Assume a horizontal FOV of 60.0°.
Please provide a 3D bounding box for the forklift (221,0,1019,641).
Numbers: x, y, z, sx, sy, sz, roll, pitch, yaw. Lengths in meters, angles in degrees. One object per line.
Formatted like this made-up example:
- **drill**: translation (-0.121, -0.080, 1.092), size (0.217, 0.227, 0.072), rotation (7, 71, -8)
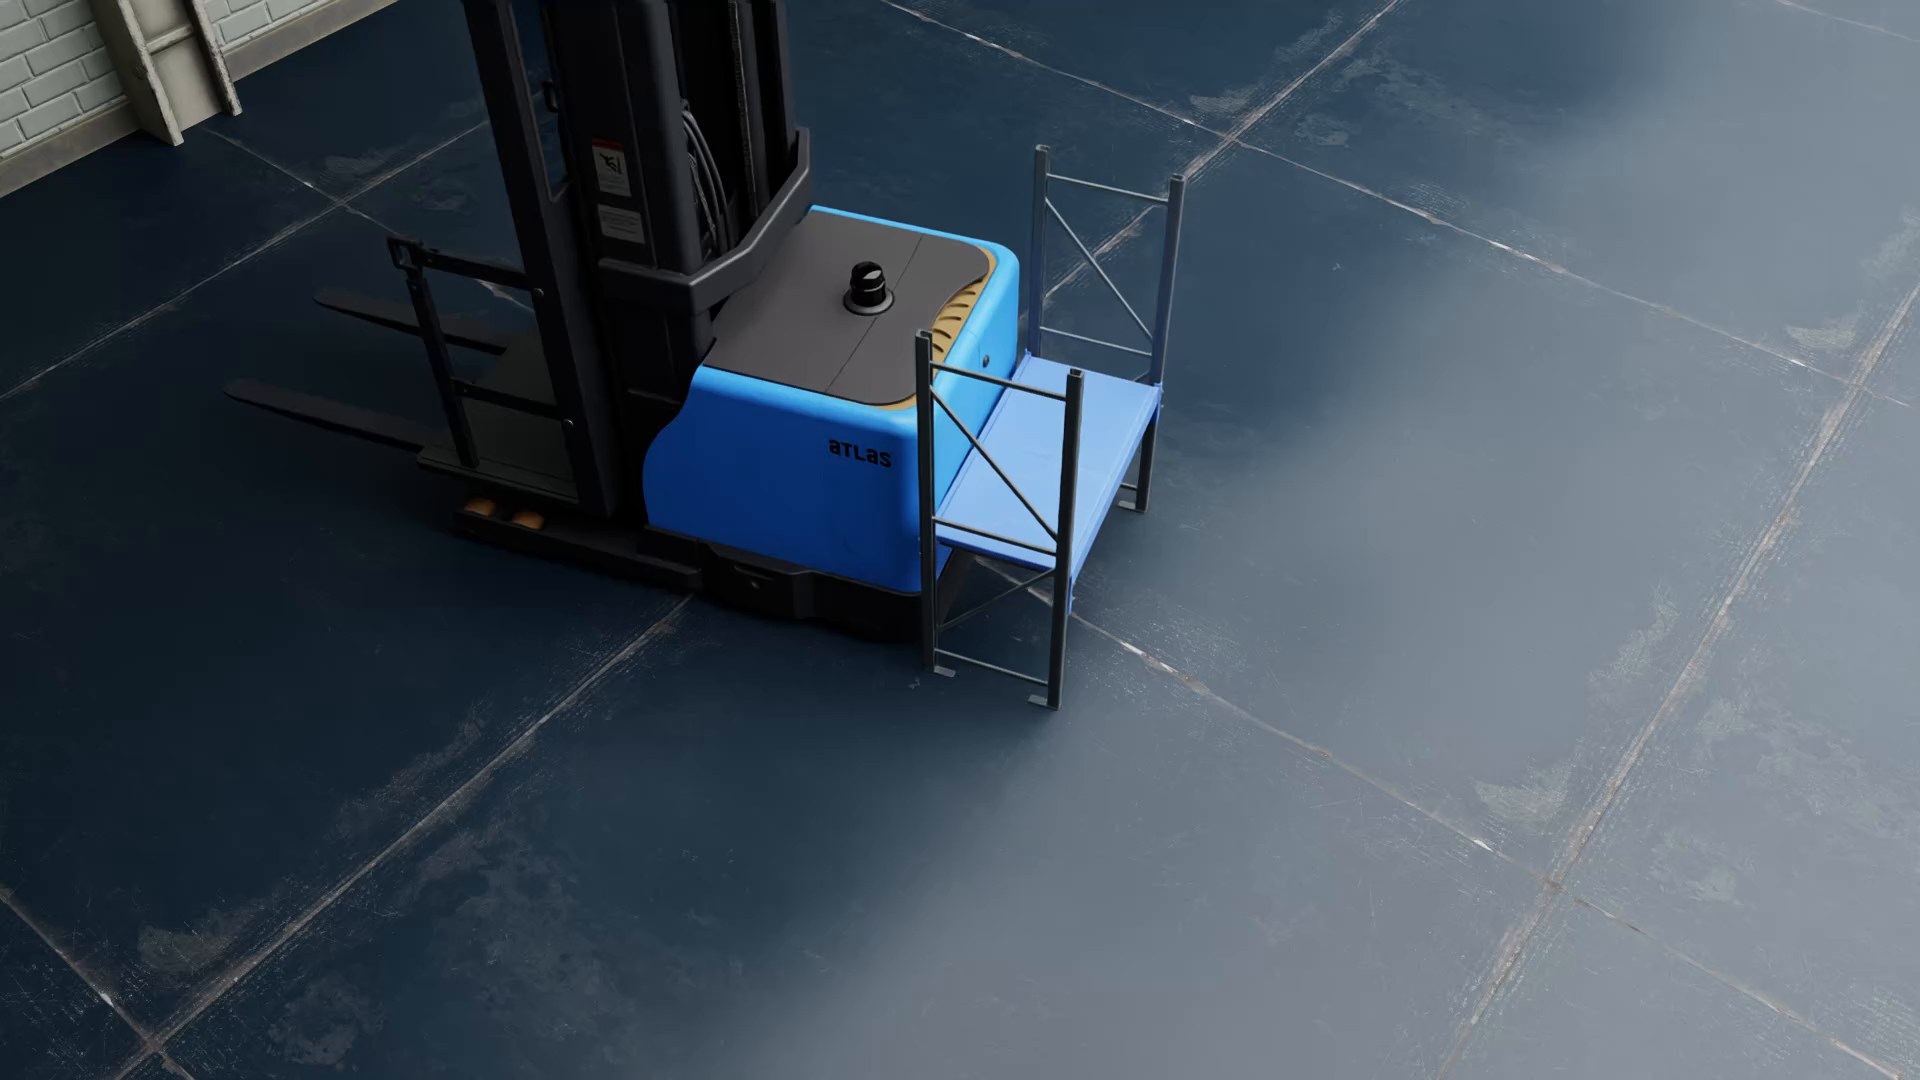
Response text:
- **forklift**: translation (-1.354, -1.309, 5.473), size (3.031, 2.935, 1.130), rotation (14, 48, 13)

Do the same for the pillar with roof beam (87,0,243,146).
- **pillar with roof beam**: translation (-0.409, -3.297, 3.176), size (9.100, 9.000, 0.400), rotation (29, 53, 25)

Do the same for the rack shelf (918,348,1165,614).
- **rack shelf**: translation (0.295, -0.226, 5.678), size (0.538, 0.185, 1.000), rotation (16, 48, 15)

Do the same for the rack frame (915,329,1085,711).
- **rack frame**: translation (0.110, -0.008, 5.221), size (0.500, 1.500, 0.032), rotation (16, 48, 15)

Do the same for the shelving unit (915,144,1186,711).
- **shelving unit**: translation (0.295, -0.350, 5.547), size (0.538, 1.500, 1.048), rotation (16, 48, 15)

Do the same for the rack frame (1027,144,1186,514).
- **rack frame**: translation (0.481, -0.693, 5.874), size (0.500, 1.500, 0.032), rotation (16, 48, 15)
